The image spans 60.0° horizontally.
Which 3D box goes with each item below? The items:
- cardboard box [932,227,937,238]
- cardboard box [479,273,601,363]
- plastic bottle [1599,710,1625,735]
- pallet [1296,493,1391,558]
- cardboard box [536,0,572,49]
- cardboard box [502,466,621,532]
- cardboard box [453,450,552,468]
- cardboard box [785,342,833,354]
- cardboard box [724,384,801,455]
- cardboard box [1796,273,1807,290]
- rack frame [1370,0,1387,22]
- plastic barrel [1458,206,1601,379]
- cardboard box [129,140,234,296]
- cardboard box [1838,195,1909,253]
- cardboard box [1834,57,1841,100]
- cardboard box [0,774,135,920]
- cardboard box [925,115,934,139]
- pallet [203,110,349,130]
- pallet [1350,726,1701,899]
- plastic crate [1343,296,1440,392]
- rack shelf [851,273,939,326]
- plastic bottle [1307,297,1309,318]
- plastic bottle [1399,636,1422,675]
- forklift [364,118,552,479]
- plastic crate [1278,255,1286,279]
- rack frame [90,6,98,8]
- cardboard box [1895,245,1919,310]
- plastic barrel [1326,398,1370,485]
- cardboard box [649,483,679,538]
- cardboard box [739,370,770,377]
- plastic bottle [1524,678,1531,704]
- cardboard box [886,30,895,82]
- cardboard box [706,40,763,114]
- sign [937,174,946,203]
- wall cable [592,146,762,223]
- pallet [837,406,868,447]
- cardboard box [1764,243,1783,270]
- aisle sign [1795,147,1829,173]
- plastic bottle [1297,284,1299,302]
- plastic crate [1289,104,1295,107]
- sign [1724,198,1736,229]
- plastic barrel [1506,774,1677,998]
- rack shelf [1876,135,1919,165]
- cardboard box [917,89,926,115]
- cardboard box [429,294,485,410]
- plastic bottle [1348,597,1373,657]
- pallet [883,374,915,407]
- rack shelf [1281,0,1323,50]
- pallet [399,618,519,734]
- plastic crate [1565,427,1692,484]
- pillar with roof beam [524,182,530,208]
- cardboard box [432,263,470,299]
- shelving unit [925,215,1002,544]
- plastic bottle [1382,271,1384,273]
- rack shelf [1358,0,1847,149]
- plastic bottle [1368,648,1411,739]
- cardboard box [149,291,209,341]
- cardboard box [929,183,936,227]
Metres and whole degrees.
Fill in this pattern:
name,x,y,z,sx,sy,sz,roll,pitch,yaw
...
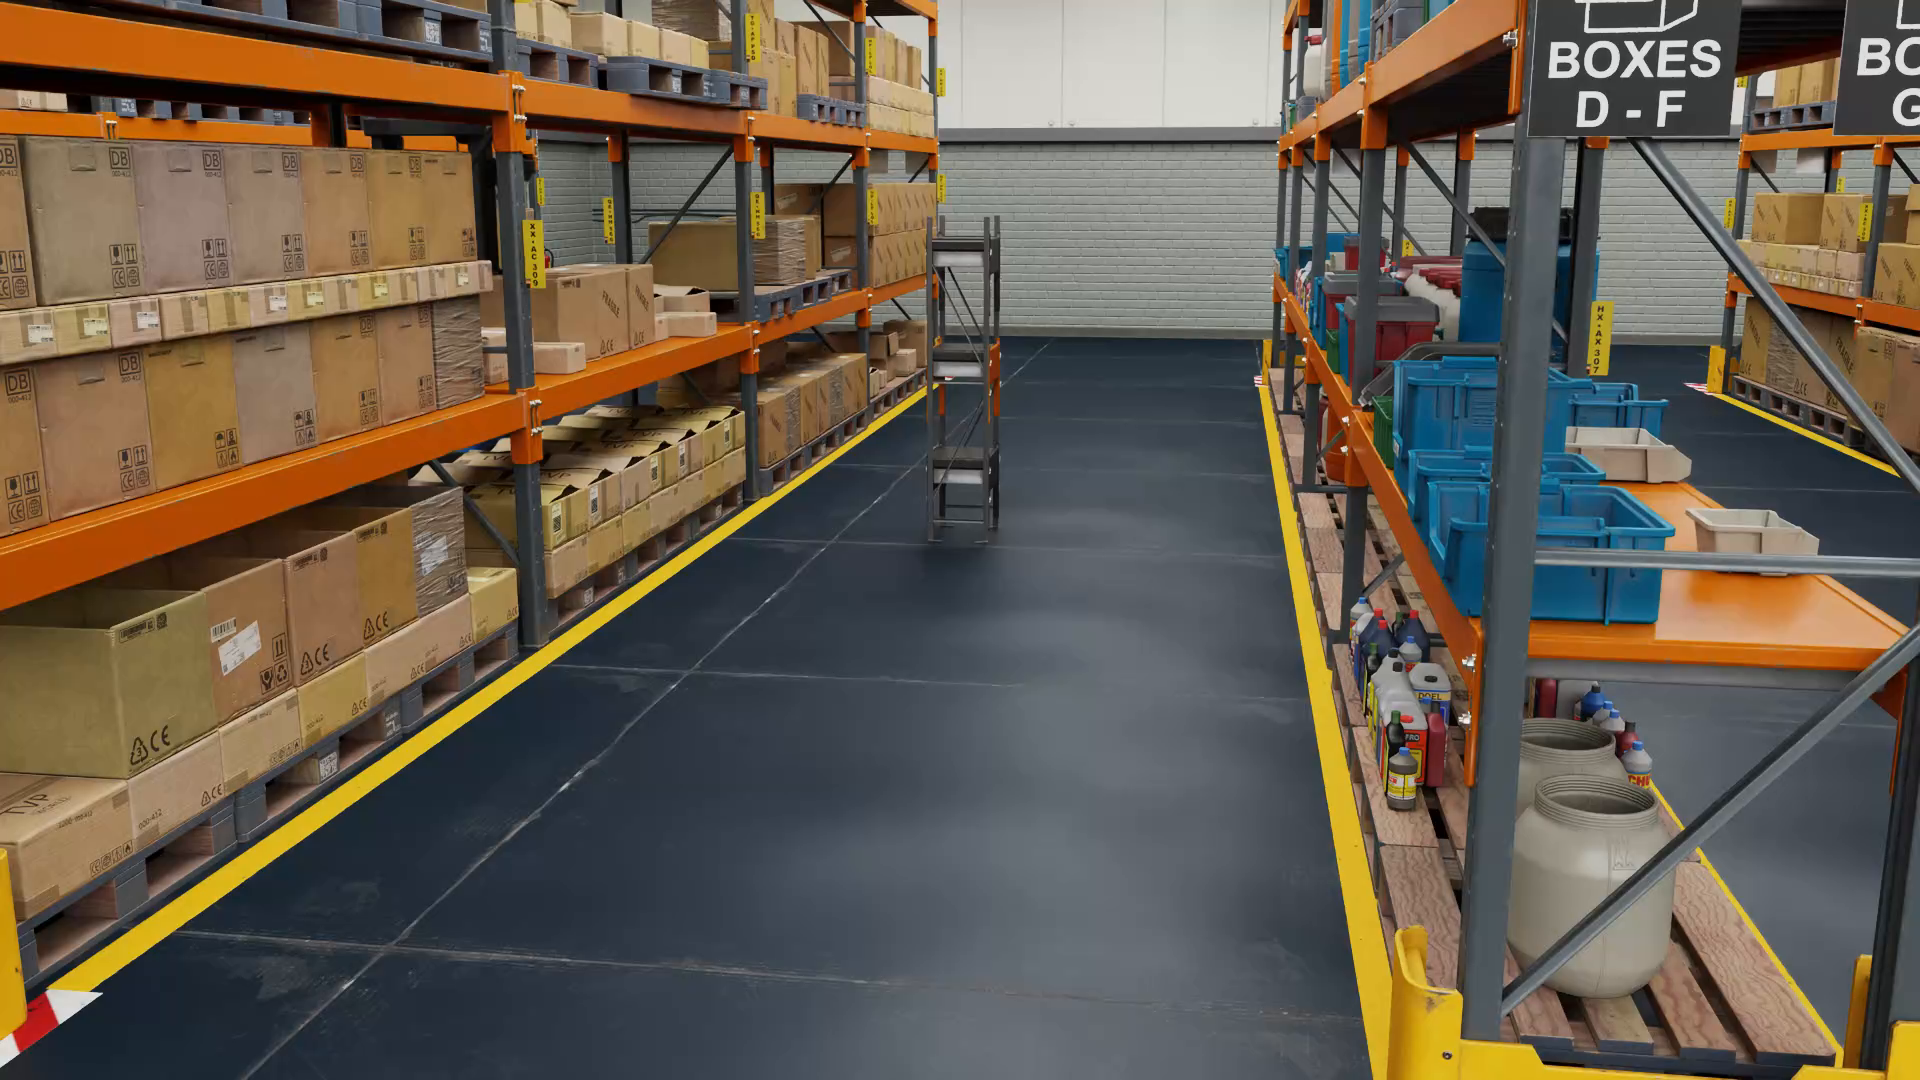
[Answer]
name,x,y,z,sx,sy,sz,roll,pitch,yaw
cardboard box,-0.564,-3.383,19.336,0.500,0.500,0.500,2,12,10
cardboard box,-2.394,-1.256,9.466,0.500,0.500,0.500,3,12,13
plastic bottle,2.309,0.735,5.893,0.097,0.271,0.097,0,12,0
pallet,2.742,-0.087,10.895,1.003,0.211,1.213,2,12,9
cardboard box,-2.423,-2.779,9.009,0.500,0.250,0.500,1,12,3
cardboard box,-2.217,-0.256,9.259,0.500,0.311,0.500,2,12,8
cardboard box,-2.677,-0.380,9.834,0.500,0.311,0.500,2,12,8
cardboard box,-1.571,-1.725,16.766,0.500,0.500,0.500,2,12,9
cardboard box,-1.567,-0.959,13.212,0.500,0.500,0.500,1,12,7
cardboard box,8.330,-2.501,16.075,0.380,0.149,0.250,2,12,8
rack frame,2.285,-3.710,6.848,1.000,3.000,0.127,2,12,9
plastic barrel,2.643,-1.093,7.755,0.600,0.901,0.708,2,12,9
cardboard box,-2.980,-1.111,5.714,0.700,0.500,0.500,2,12,9
cardboard box,8.216,-2.825,14.853,0.500,0.500,0.500,2,12,10
cardboard box,8.557,-4.328,15.365,0.700,0.500,0.500,3,12,12
cardboard box,-2.922,0.929,5.095,0.500,0.250,0.500,2,12,9
cardboard box,-0.582,-4.714,18.984,0.500,0.250,0.500,2,12,9
pallet,-6.366,-3.944,15.508,0.805,0.209,1.217,1,12,6
pallet,1.955,0.979,5.950,1.003,0.211,1.213,2,12,9
plastic crate,2.057,-0.919,7.987,0.402,0.464,0.583,2,12,9
rack shelf,-1.071,-2.669,17.964,1.077,0.370,4.000,2,12,9
plastic bottle,2.687,-1.784,12.621,0.097,0.201,0.097,0,12,0
plastic bottle,1.848,0.530,6.846,0.097,0.271,0.097,0,12,0
forklift,-4.128,-2.108,13.816,1.130,2.935,3.031,0,12,1
plastic crate,3.518,-2.846,17.332,0.416,0.233,0.300,2,12,9
rack frame,-6.889,-4.864,12.201,1.000,3.000,0.127,2,12,9
cardboard box,8.015,-2.139,13.560,0.500,0.500,0.500,2,12,9
plastic barrel,2.958,-0.857,12.003,0.600,0.830,0.708,2,12,9
cardboard box,-2.066,-0.196,10.312,0.500,0.250,0.500,2,12,10
cardboard box,-1.928,-1.184,14.256,0.500,0.500,0.500,1,12,7
plastic bottle,2.291,0.523,6.868,0.152,0.276,0.135,2,12,9
cardboard box,-1.054,-4.914,16.945,0.700,0.500,0.500,2,12,9
cardboard box,-1.960,-3.378,12.192,0.910,0.500,0.500,2,12,9
sign,-0.218,-4.135,19.562,0.100,0.325,0.005,2,12,9
wall cable,-4.436,-6.177,25.665,3.097,2.526,0.112,2,12,9
pallet,-1.467,-1.070,15.458,1.003,0.211,1.213,2,12,9
cardboard box,8.529,-2.883,16.900,0.500,0.250,0.500,1,12,7
aisle sign,9.332,-4.391,18.077,0.394,0.787,0.004,2,12,9
plastic bottle,2.951,-2.142,14.283,0.097,0.201,0.097,0,12,0
plastic crate,3.340,-4.027,15.837,0.416,0.233,0.300,2,12,9
sign,8.477,-3.596,18.316,0.100,0.325,0.005,2,12,9
plastic barrel,1.695,0.927,4.482,0.421,0.512,0.421,0,12,0
rack shelf,8.102,-2.980,12.291,1.077,0.370,4.000,2,12,9
cardboard box,-0.667,-4.855,18.449,0.500,0.250,0.500,2,12,9
cardboard box,-2.671,-0.895,7.788,0.700,0.500,0.500,2,12,7
plastic bottle,1.803,0.393,7.479,0.097,0.271,0.097,0,12,0
pallet,-1.087,-1.638,18.095,1.003,0.211,1.213,2,12,9
rack shelf,3.823,-5.244,16.625,1.077,0.370,4.000,2,12,9
pallet,-2.773,0.589,7.760,1.003,0.211,1.213,2,12,9
plastic crate,2.285,-0.302,5.901,0.530,0.136,0.437,2,12,9
pillar with roof beam,-1.845,-6.980,22.020,9.100,9.000,0.400,2,12,9
cardboard box,-2.479,-1.190,7.616,0.380,0.149,0.250,2,12,7
shelving unit,0.025,-1.061,10.932,0.431,2.100,0.503,2,12,9
plastic bottle,3.718,-2.213,14.438,0.152,0.276,0.135,2,12,9
rack shelf,1.977,-1.476,5.308,1.077,0.370,4.000,2,12,9
plastic bottle,1.656,0.585,6.403,0.144,0.351,0.185,2,12,8
cardboard box,-2.794,-0.762,5.630,0.380,0.149,0.250,1,12,7
cardboard box,-0.560,-3.873,19.232,0.500,0.500,0.500,2,12,8
